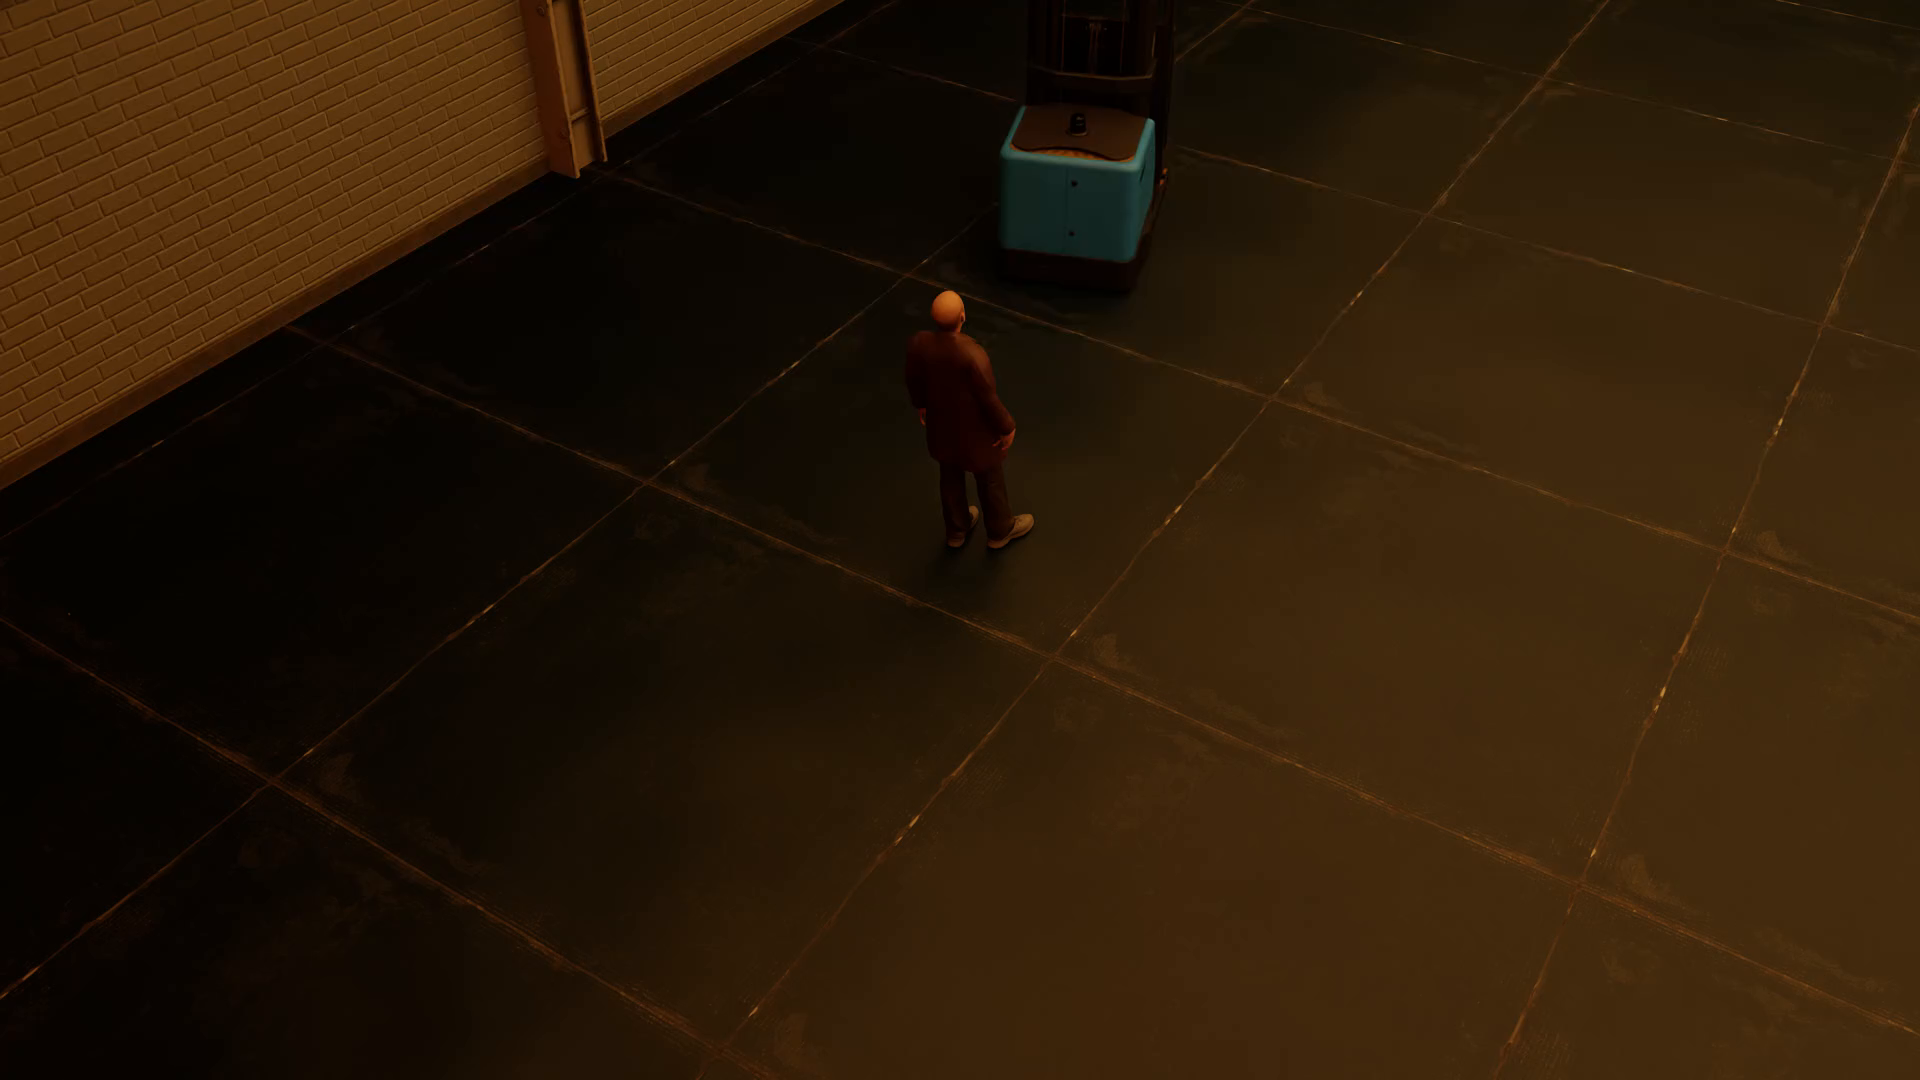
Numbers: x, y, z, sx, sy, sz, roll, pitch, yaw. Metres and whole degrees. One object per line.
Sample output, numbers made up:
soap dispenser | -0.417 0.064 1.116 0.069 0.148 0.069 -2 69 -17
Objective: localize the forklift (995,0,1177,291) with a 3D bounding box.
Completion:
forklift | 1.104 -3.924 12.597 1.130 2.935 3.031 9 41 10

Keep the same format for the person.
person | 0.053 -0.733 9.712 0.698 1.778 0.579 22 45 24
